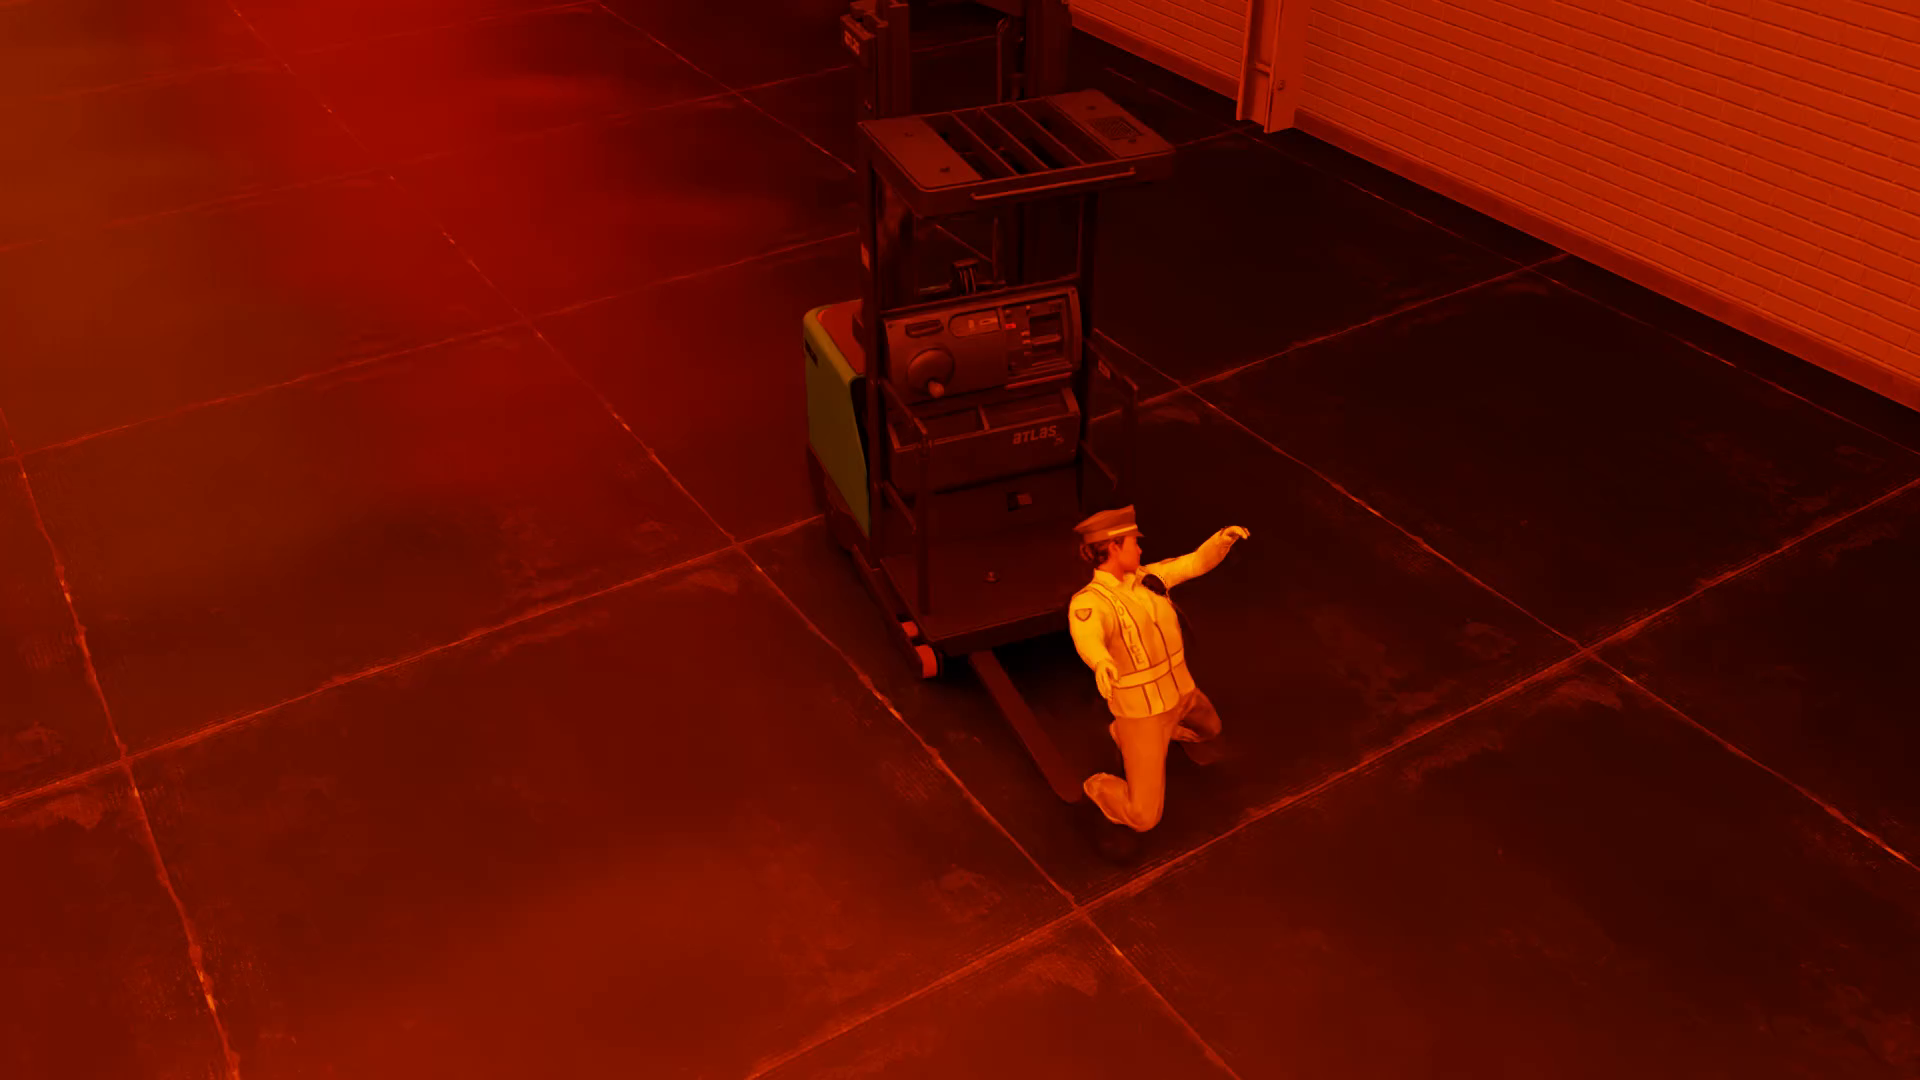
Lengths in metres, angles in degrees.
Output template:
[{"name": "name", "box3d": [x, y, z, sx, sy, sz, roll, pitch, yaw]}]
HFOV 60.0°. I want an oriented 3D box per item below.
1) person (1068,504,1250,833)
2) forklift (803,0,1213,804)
[{"name": "person", "box3d": [0.599, 0.593, 6.448, 0.709, 1.471, 0.973, 21, 40, 27]}, {"name": "forklift", "box3d": [0.194, -0.822, 7.318, 1.130, 2.935, 3.031, -13, 37, -18]}]
